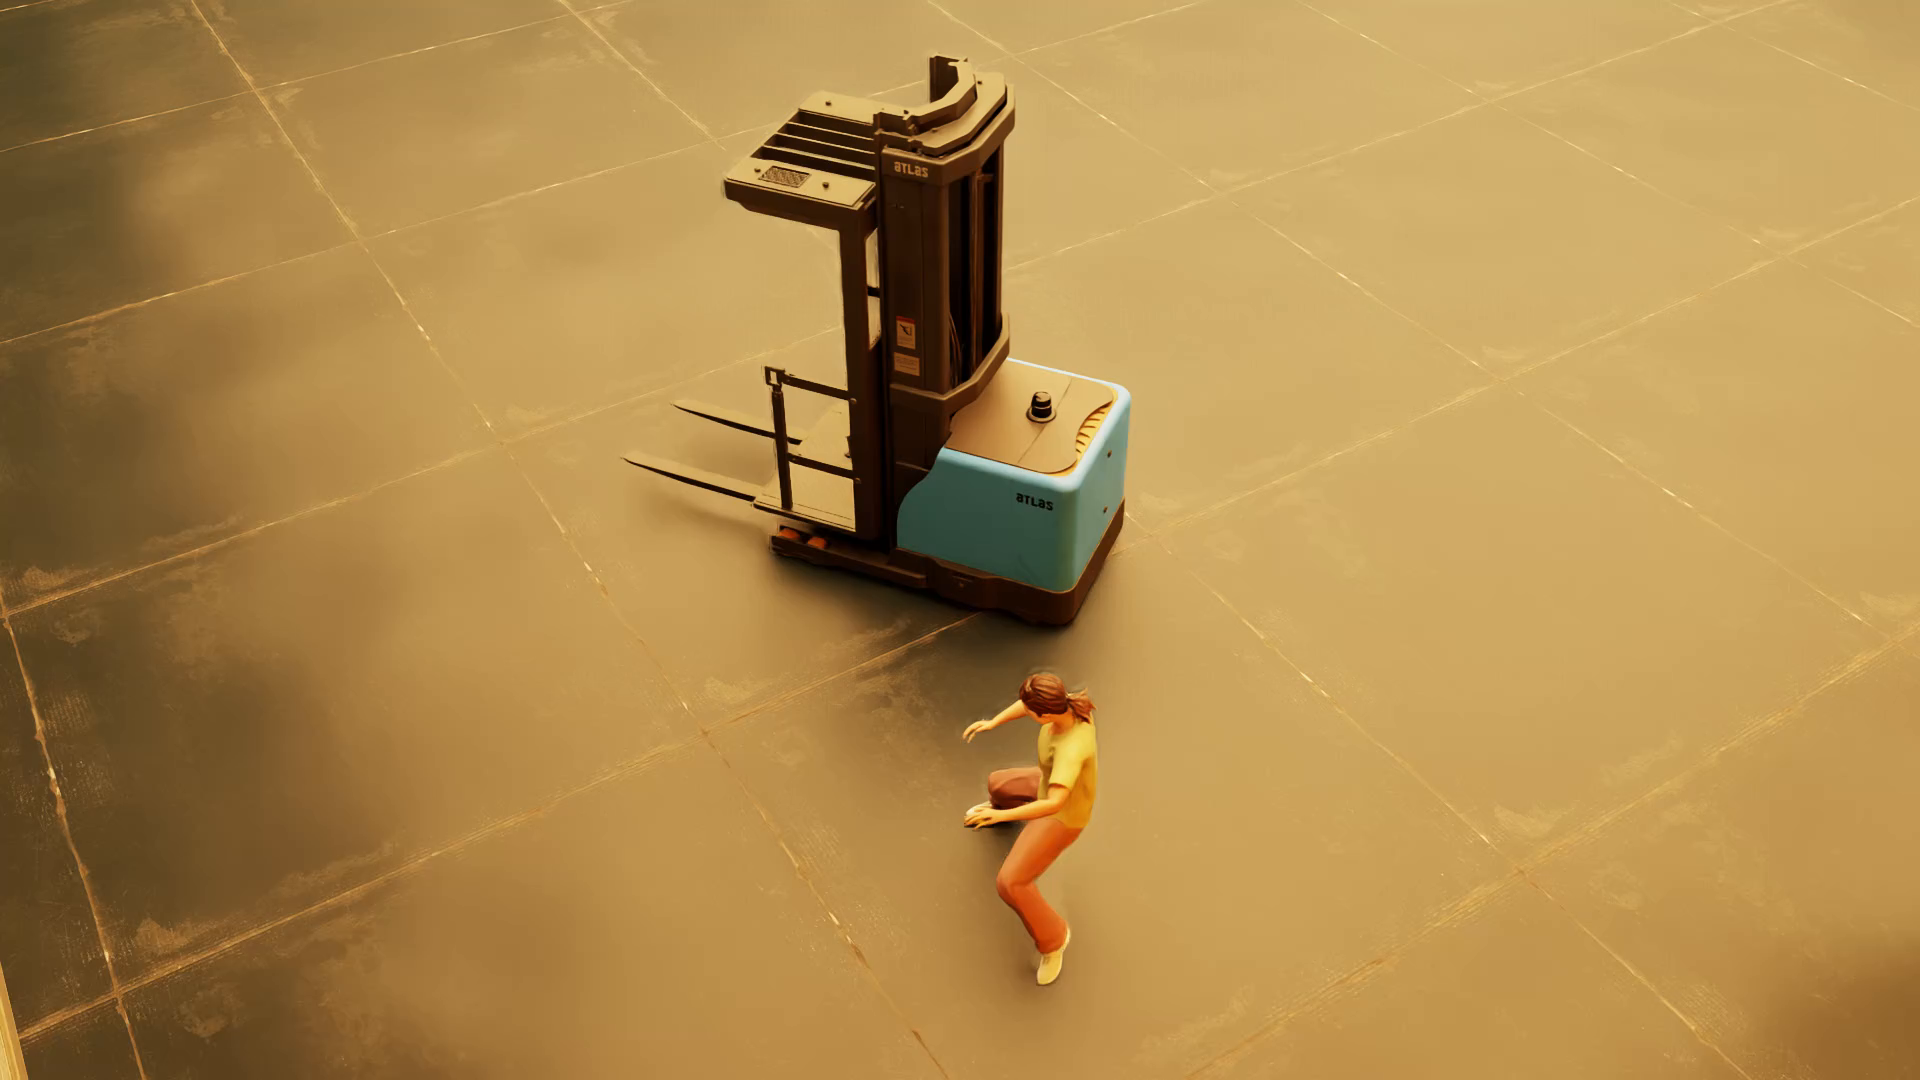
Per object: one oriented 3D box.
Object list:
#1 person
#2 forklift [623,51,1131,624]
[{"bbox_3d":[0.316,1.179,7.649,0.620,1.448,1.121,1,41,2],"label":"person"},{"bbox_3d":[-0.577,-1.258,9.311,3.031,2.935,1.130,16,44,17],"label":"forklift"}]
